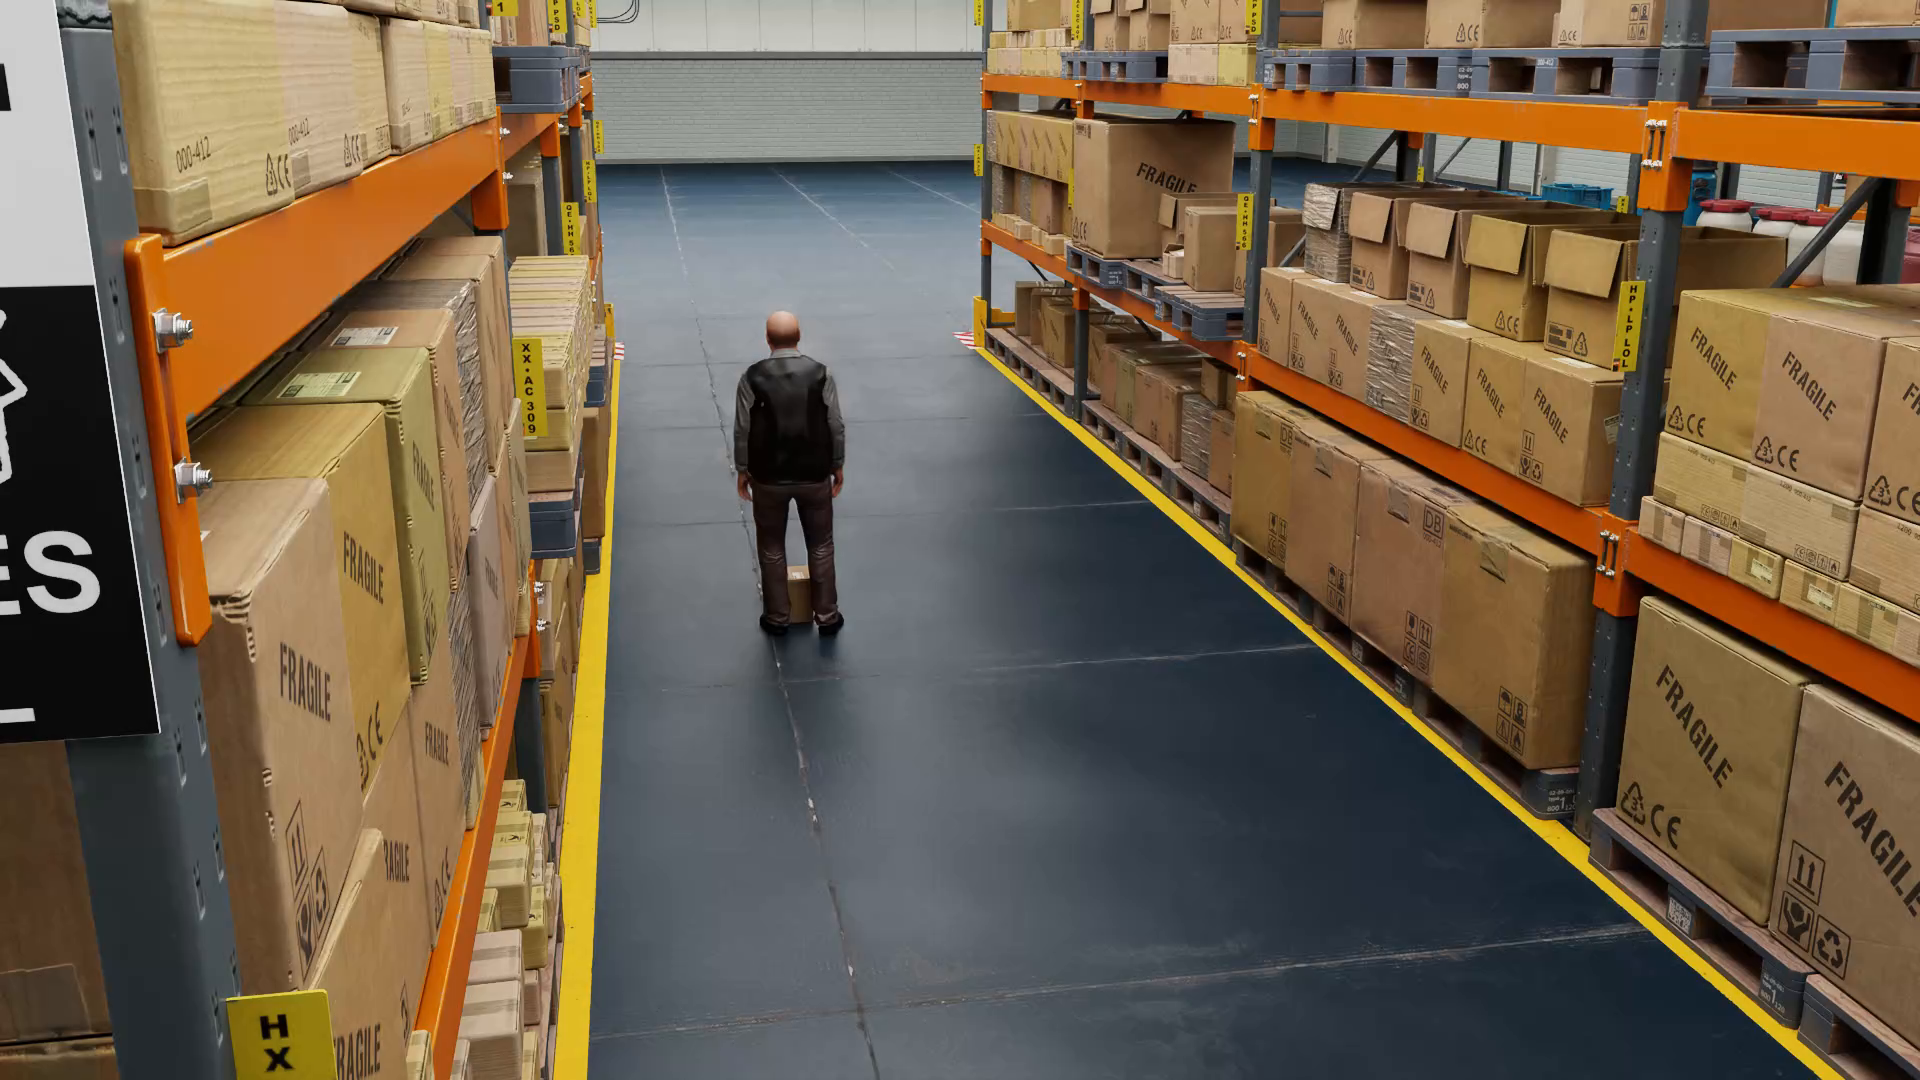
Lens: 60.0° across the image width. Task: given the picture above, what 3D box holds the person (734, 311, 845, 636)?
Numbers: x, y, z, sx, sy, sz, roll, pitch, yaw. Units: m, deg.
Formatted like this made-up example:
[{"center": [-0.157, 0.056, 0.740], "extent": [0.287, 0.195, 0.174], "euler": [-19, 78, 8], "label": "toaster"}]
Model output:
[{"center": [-0.888, -0.285, 8.737], "extent": [0.581, 1.619, 0.462], "euler": [-3, 16, -10], "label": "person"}]
